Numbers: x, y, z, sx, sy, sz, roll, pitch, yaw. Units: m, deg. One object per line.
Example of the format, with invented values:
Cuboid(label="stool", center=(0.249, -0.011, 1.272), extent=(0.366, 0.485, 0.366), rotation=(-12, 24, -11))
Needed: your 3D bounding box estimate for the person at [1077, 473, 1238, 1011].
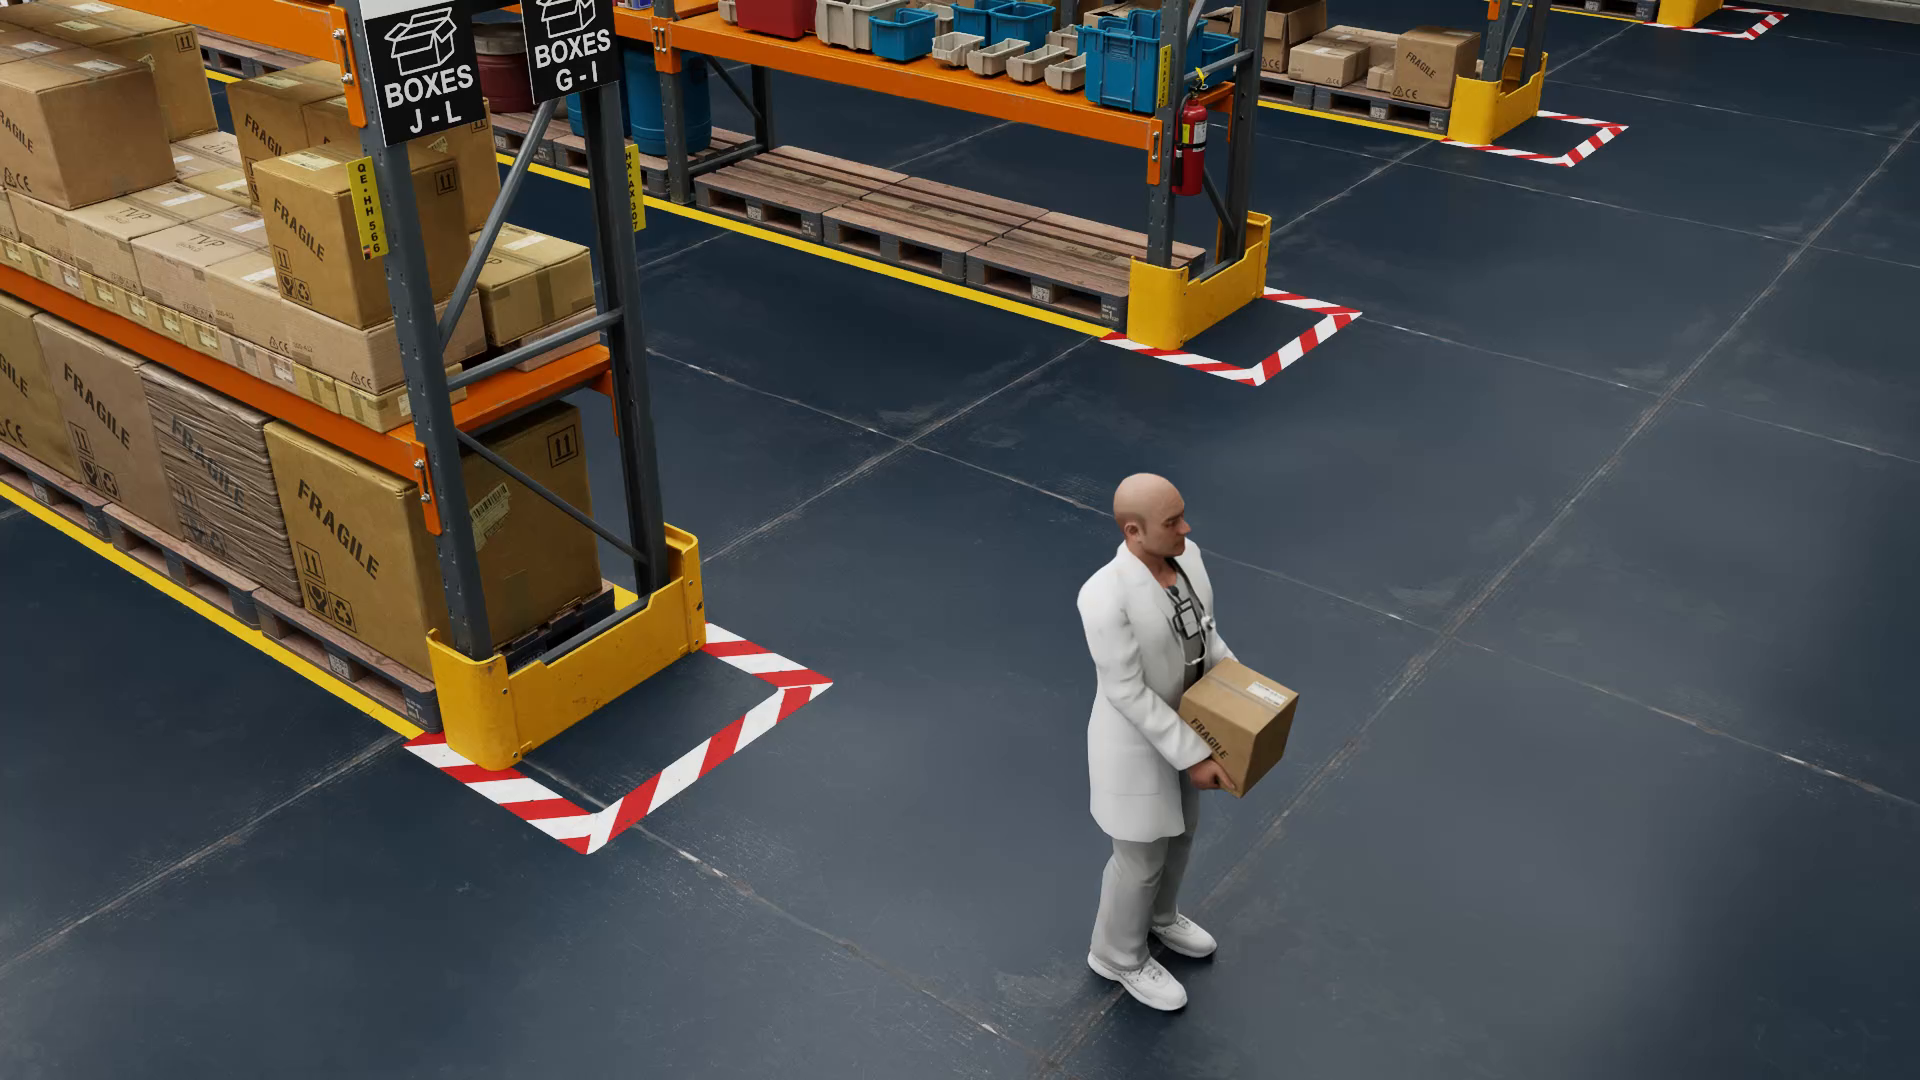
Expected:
Cuboid(label="person", center=(0.660, 0.642, 5.062), extent=(0.554, 1.771, 0.529), rotation=(22, 37, 32))
